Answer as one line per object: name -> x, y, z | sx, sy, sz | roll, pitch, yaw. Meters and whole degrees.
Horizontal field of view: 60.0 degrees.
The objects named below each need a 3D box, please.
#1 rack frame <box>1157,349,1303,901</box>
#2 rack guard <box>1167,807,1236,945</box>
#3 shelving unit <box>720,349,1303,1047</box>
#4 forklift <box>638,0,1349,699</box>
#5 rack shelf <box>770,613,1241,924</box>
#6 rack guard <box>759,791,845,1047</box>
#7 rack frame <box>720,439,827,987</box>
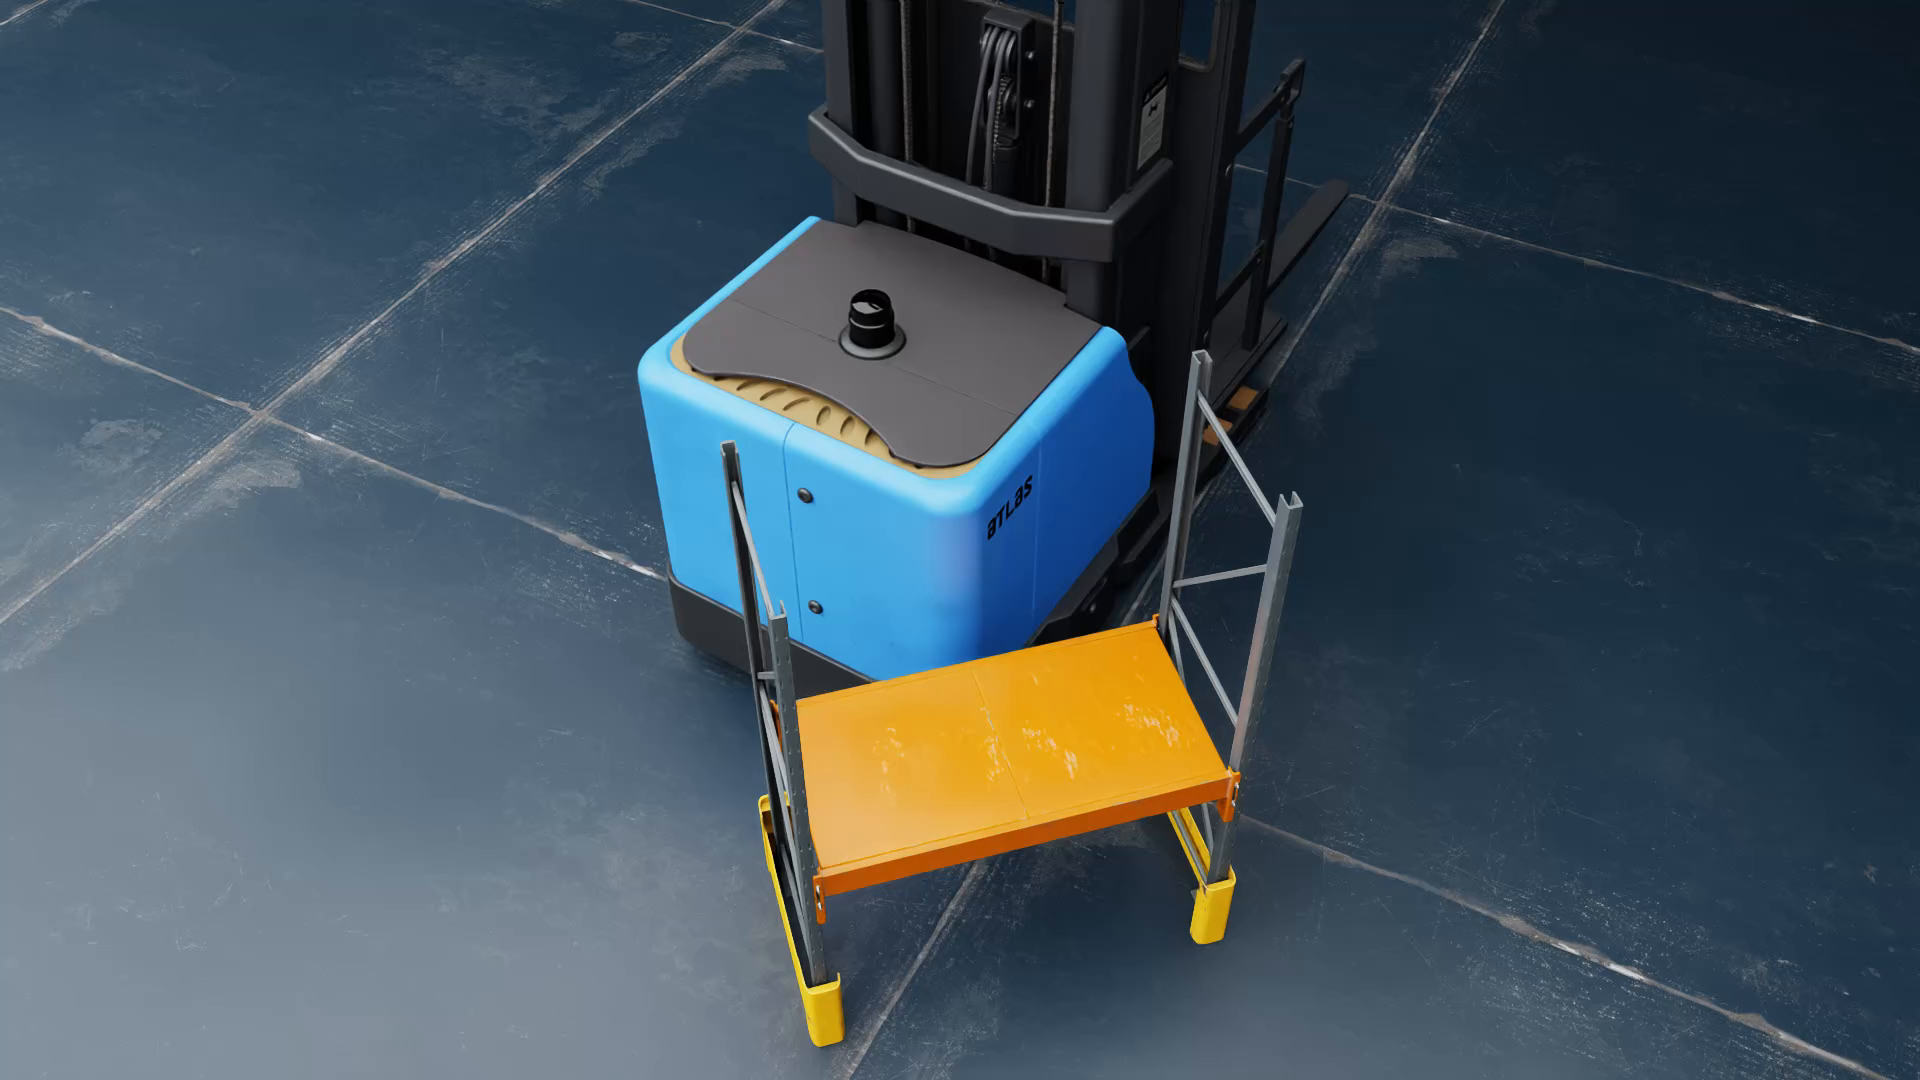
rack frame -> 0.578, 0.294, 3.905 | 0.032, 1.500, 0.500 | -12, 47, -11
rack guard -> 0.559, 0.737, 4.345 | 0.087, 0.250, 0.587 | -12, 47, -11
shelving unit -> 0.081, 0.398, 3.802 | 1.083, 1.500, 0.587 | -12, 47, -11
forklift -> 0.375, -1.431, 4.603 | 1.130, 2.935, 3.031 | 24, 50, 22
rack shelf -> 0.090, 0.522, 3.932 | 1.000, 0.185, 0.538 | -12, 47, -11
rack guard -> -0.396, 0.937, 4.148 | 0.087, 0.250, 0.587 | -12, 47, -11
rack frame -> -0.398, 0.498, 3.704 | 0.032, 1.500, 0.500 | -12, 47, -11
